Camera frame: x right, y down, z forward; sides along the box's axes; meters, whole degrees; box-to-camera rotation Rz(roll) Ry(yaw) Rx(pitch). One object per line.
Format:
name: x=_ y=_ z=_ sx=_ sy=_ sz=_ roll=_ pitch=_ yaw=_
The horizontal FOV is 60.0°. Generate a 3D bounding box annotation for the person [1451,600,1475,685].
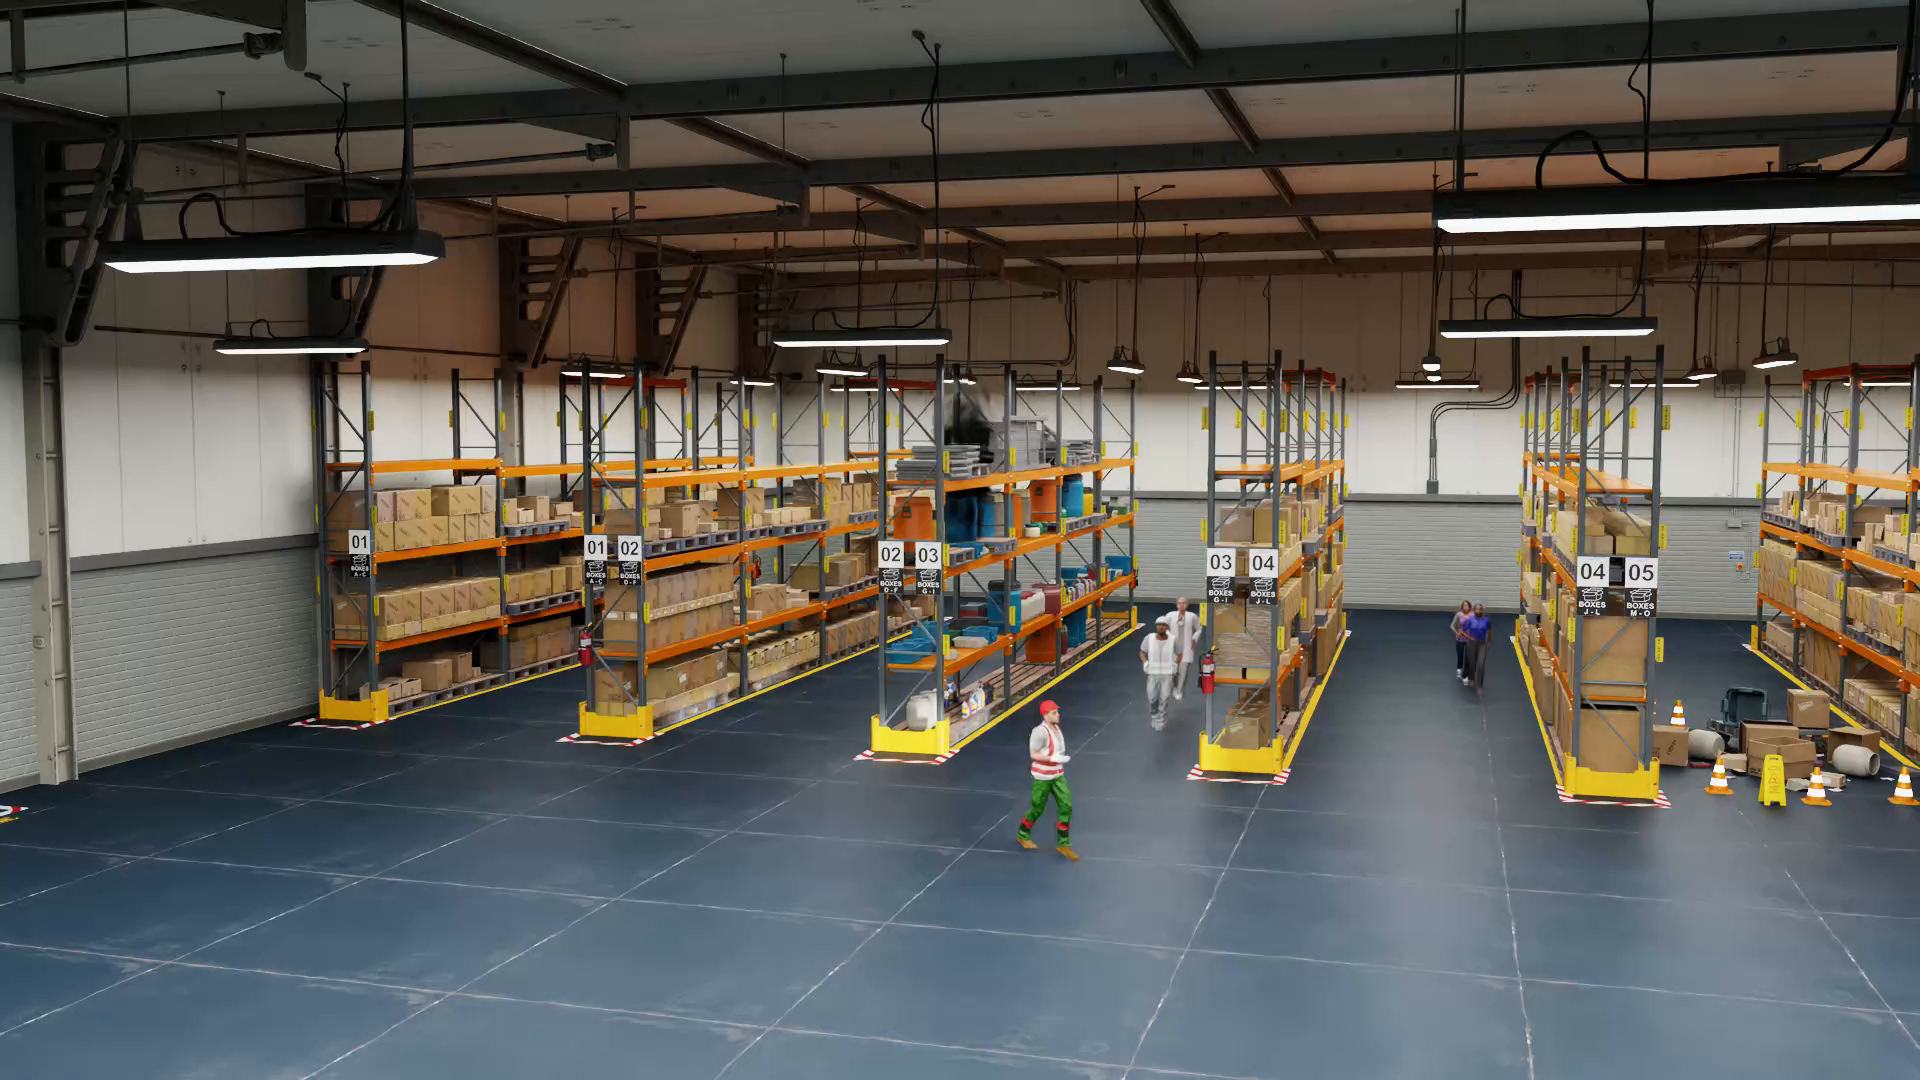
person: x=9.684 y=1.943 z=31.849 sx=0.566 sy=1.604 sz=0.728 roll=1 pitch=4 yaw=14

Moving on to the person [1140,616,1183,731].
person: x=3.048 y=2.035 z=25.248 sx=0.661 sy=1.751 sz=0.544 roll=1 pitch=4 yaw=9

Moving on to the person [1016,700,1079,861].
person: x=0.975 y=2.743 z=19.071 sx=0.813 sy=1.830 sz=0.619 roll=4 pitch=5 yaw=42

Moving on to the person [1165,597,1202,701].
person: x=3.735 y=1.881 z=28.101 sx=0.694 sy=1.666 sz=0.580 roll=1 pitch=4 yaw=10

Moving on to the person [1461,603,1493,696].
person: x=9.530 y=1.998 z=30.673 sx=0.578 sy=1.654 sz=0.854 roll=1 pitch=4 yaw=12
